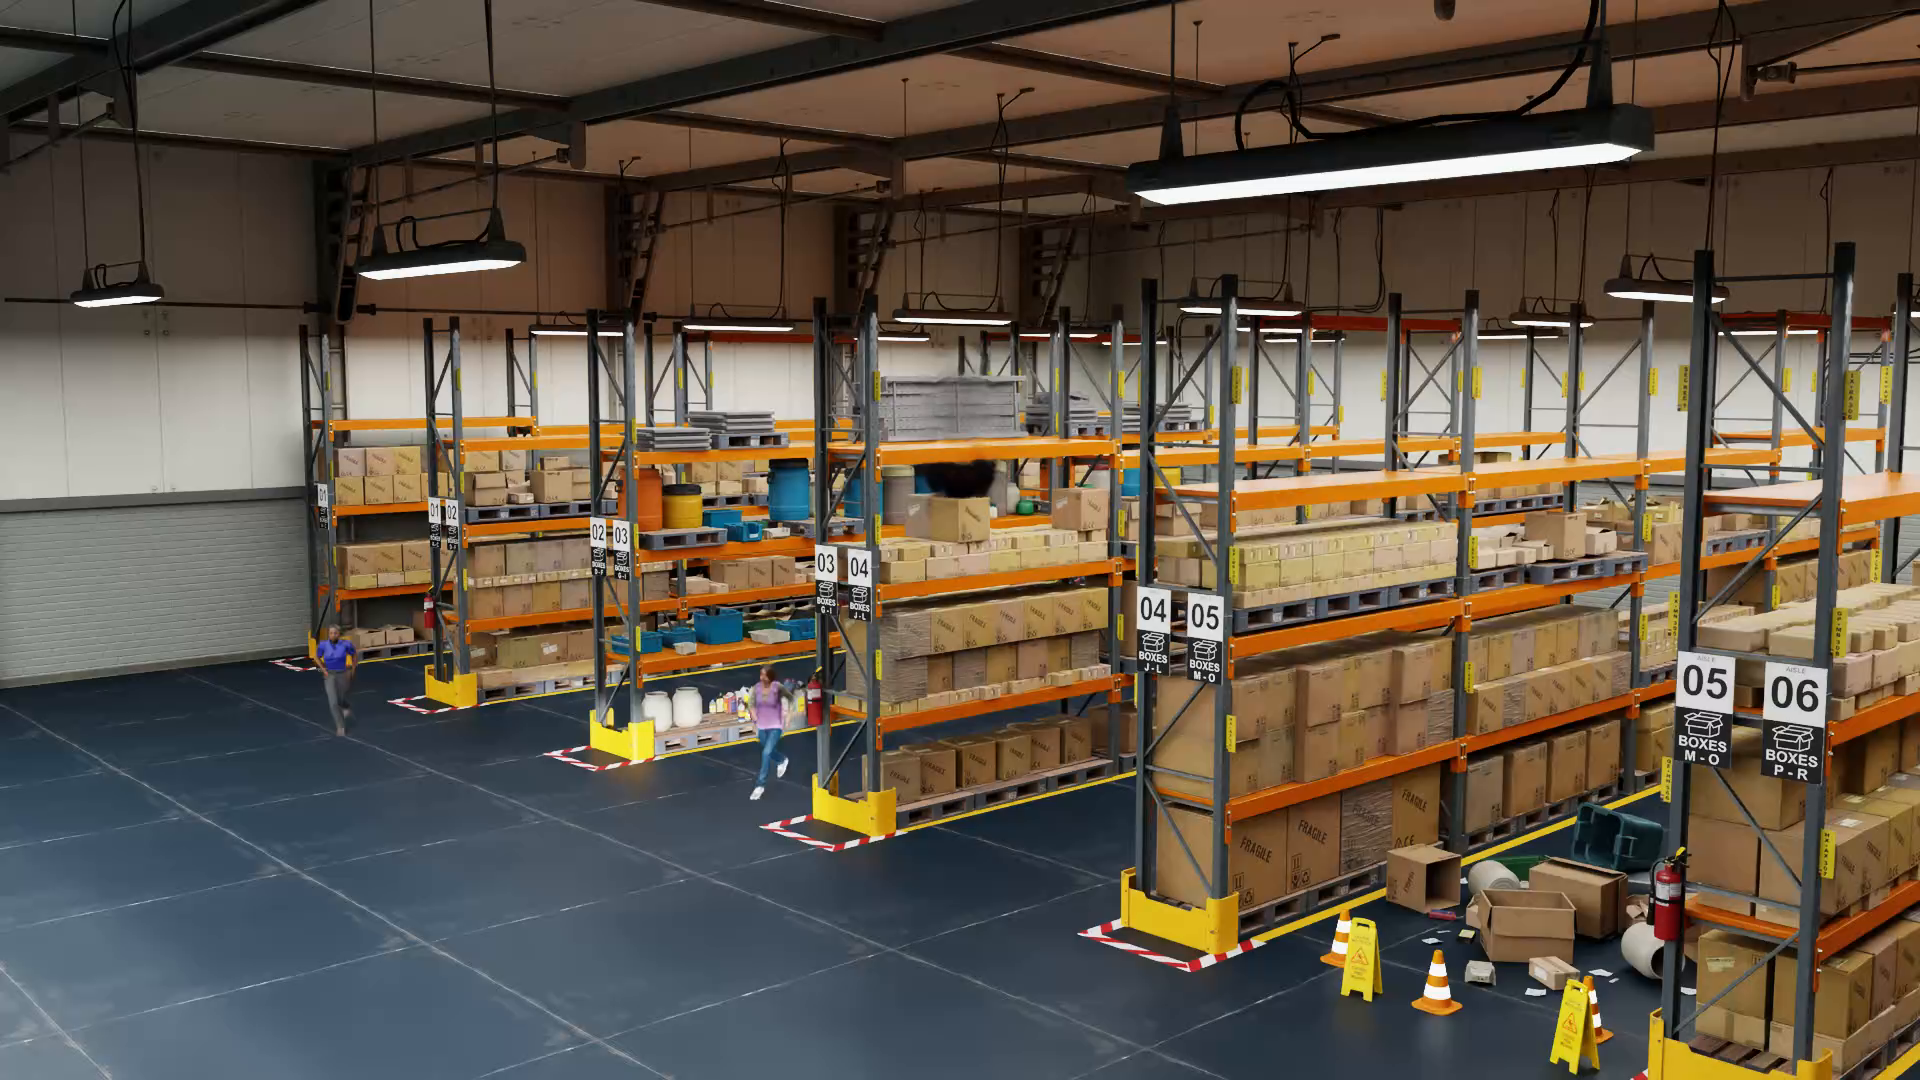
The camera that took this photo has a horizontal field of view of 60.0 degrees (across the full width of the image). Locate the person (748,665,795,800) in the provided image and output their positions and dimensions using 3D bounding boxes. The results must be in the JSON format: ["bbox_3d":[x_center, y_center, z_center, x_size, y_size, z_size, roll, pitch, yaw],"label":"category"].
[{"bbox_3d":[-2.328,2.311,20.472,0.564,1.592,0.921,2,6,18],"label":"person"}]

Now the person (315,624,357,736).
[{"bbox_3d":[-8.947,1.973,23.912,0.561,1.607,0.755,-1,6,-11],"label":"person"}]
